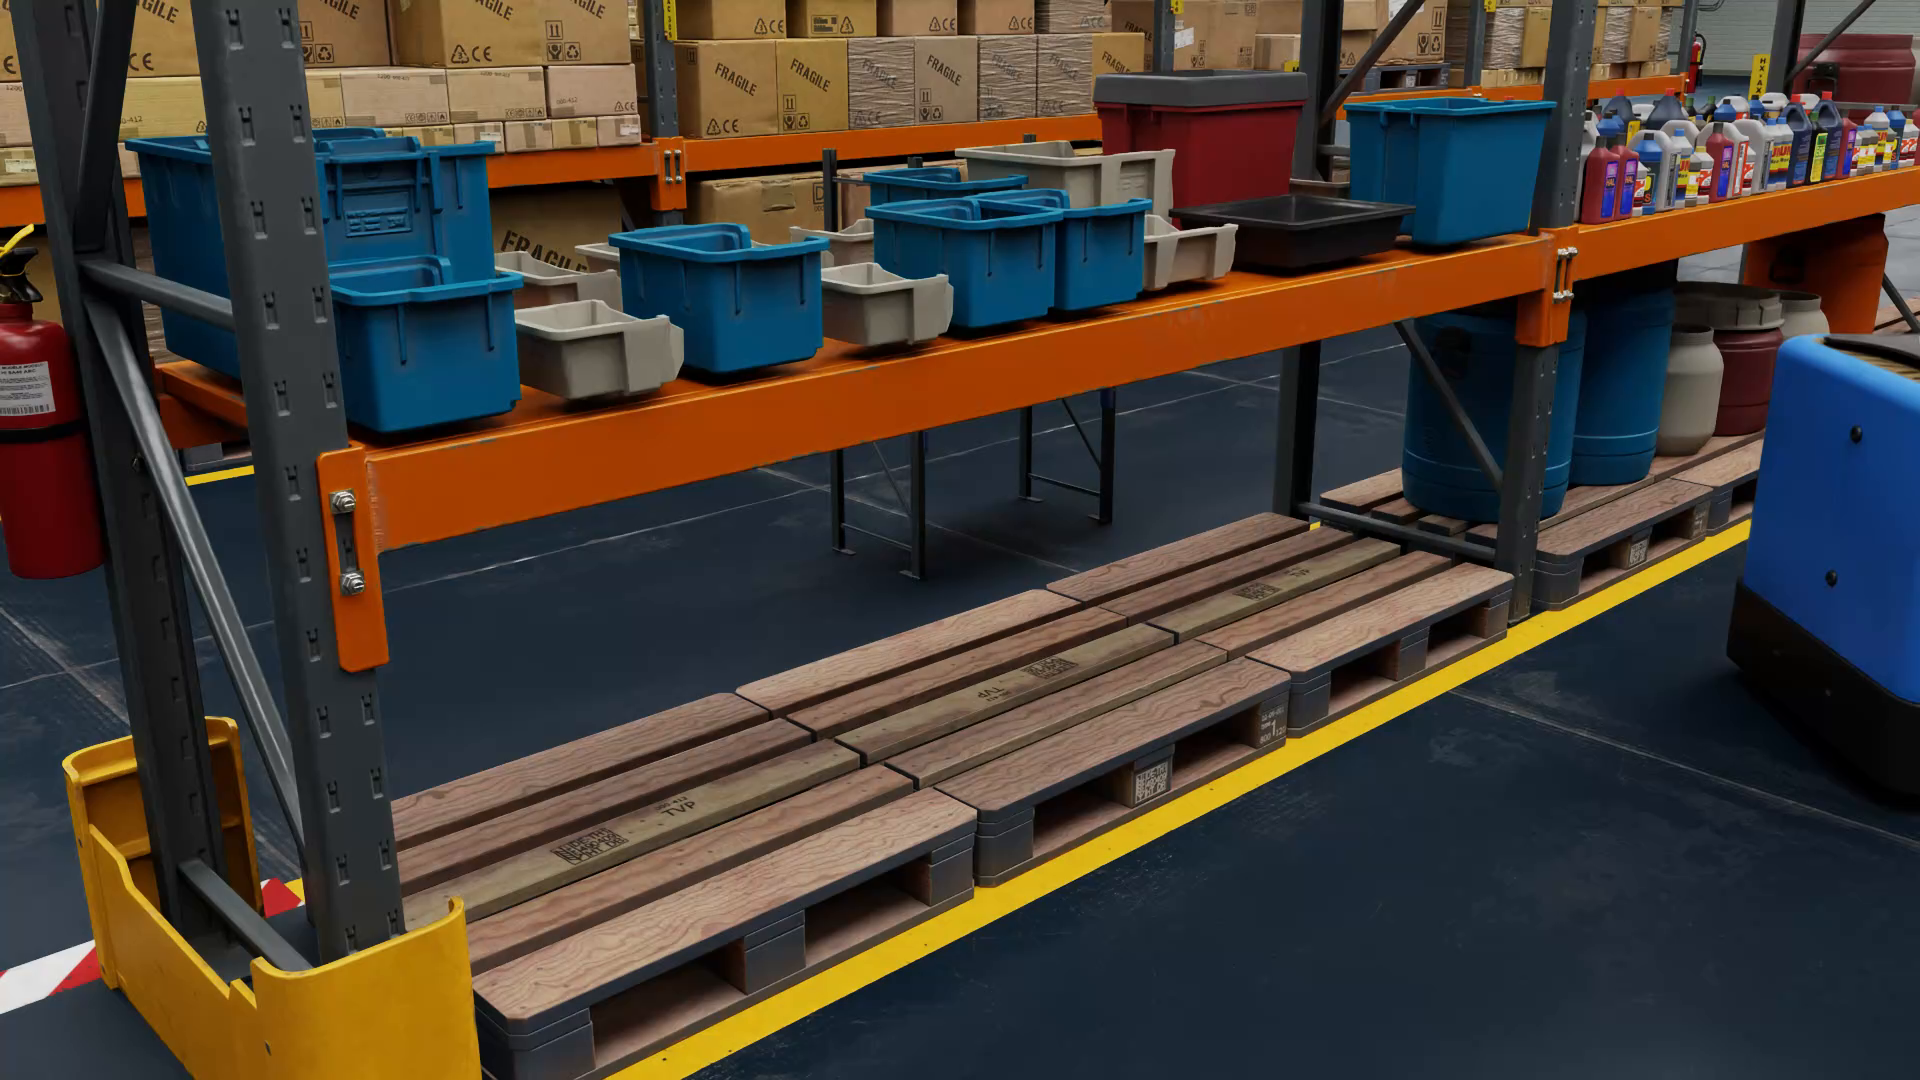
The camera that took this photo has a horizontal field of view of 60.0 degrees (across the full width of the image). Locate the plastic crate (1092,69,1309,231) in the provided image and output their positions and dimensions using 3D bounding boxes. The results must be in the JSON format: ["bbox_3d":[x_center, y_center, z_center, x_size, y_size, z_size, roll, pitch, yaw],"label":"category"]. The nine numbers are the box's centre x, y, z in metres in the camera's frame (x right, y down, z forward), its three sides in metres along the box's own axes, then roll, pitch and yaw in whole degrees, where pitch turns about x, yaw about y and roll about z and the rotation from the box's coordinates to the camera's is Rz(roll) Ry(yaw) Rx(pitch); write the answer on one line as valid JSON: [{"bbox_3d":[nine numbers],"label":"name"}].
[{"bbox_3d":[0.730,-1.186,5.077,0.583,0.464,0.402,-16,24,-41],"label":"plastic crate"}]

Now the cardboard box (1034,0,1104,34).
[{"bbox_3d":[0.513,-3.591,10.907,0.637,0.503,0.797,-15,23,-39],"label":"cardboard box"}]

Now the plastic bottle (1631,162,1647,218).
[{"bbox_3d":[2.279,-1.204,5.657,0.097,0.201,0.097,0,18,0],"label":"plastic bottle"}]

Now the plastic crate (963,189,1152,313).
[{"bbox_3d":[0.225,-0.682,3.899,0.300,0.233,0.416,-16,24,-41],"label":"plastic crate"}]

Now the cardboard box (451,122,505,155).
[{"bbox_3d":[-2.408,-1.949,8.039,0.250,0.149,0.380,-16,24,-40],"label":"cardboard box"}]

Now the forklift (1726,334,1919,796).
[{"bbox_3d":[3.887,-0.835,4.308,3.031,2.935,1.130,0,18,0],"label":"forklift"}]

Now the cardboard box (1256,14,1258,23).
[{"bbox_3d":[3.295,-6.028,19.970,0.550,0.550,0.875,-16,24,-41],"label":"cardboard box"}]

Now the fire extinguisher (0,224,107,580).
[{"bbox_3d":[-1.777,-0.268,3.177,0.183,0.674,0.296,-16,24,-41],"label":"fire extinguisher"}]

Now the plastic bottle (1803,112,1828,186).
[{"bbox_3d":[3.395,-1.561,6.625,0.133,0.283,0.061,-16,24,-41],"label":"plastic bottle"}]

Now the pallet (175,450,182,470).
[{"bbox_3d":[-4.231,-0.383,7.323,1.213,0.211,1.003,-16,24,-41],"label":"pallet"}]

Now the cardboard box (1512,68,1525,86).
[{"bbox_3d":[4.678,-4.033,14.467,0.250,0.149,0.380,-16,24,-41],"label":"cardboard box"}]

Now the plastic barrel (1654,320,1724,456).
[{"bbox_3d":[2.945,-0.637,6.939,0.421,0.512,0.421,0,18,0],"label":"plastic barrel"}]

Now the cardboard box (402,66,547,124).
[{"bbox_3d":[-2.366,-2.177,8.097,0.500,0.250,0.500,-15,23,-39],"label":"cardboard box"}]

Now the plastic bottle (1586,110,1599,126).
[{"bbox_3d":[2.514,-1.619,6.815,0.135,0.276,0.152,-16,24,-41],"label":"plastic bottle"}]

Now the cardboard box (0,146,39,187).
[{"bbox_3d":[-3.902,-1.513,6.695,0.250,0.149,0.380,-17,25,-42],"label":"cardboard box"}]

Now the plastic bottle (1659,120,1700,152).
[{"bbox_3d":[2.718,-1.444,6.275,0.135,0.276,0.152,-16,24,-41],"label":"plastic bottle"}]

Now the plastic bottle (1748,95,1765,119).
[{"bbox_3d":[3.818,-2.008,8.024,0.097,0.271,0.097,0,18,0],"label":"plastic bottle"}]

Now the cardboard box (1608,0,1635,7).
[{"bbox_3d":[5.914,-5.193,15.371,0.500,0.500,0.500,-16,24,-41],"label":"cardboard box"}]

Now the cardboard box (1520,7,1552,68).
[{"bbox_3d":[4.718,-4.433,14.651,0.500,0.500,0.875,-16,24,-41],"label":"cardboard box"}]

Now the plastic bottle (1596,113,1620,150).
[{"bbox_3d":[2.613,-1.592,6.741,0.097,0.271,0.097,0,18,0],"label":"plastic bottle"}]

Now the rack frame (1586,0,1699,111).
[{"bbox_3d":[6.868,-4.912,16.773,0.127,3.000,1.000,-16,24,-41],"label":"rack frame"}]

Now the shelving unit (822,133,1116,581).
[{"bbox_3d":[0.062,-0.732,6.309,1.048,1.500,0.538,-16,24,-41],"label":"shelving unit"}]

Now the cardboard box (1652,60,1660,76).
[{"bbox_3d":[6.621,-4.633,16.319,0.250,0.149,0.380,-16,24,-41],"label":"cardboard box"}]

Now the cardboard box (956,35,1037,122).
[{"bbox_3d":[0.125,-2.890,10.372,0.500,0.500,0.500,17,25,42],"label":"cardboard box"}]

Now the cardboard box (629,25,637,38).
[{"bbox_3d":[-2.890,-4.199,13.817,0.250,0.149,0.380,-16,24,-41],"label":"cardboard box"}]

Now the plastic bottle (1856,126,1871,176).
[{"bbox_3d":[3.769,-1.638,6.997,0.097,0.201,0.097,0,18,0],"label":"plastic bottle"}]

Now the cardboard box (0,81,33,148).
[{"bbox_3d":[-3.850,-1.745,6.764,0.500,0.250,0.500,-17,24,-41],"label":"cardboard box"}]

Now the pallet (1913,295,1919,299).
[{"bbox_3d":[6.820,-1.453,10.625,1.213,0.211,1.003,-16,24,-41],"label":"pallet"}]

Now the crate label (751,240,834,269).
[{"bbox_3d":[-0.481,-0.651,3.960,0.243,0.136,0.396,-16,24,-41],"label":"crate label"}]

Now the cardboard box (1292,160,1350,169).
[{"bbox_3d":[3.141,-2.863,13.791,0.500,0.500,0.700,-16,24,-41],"label":"cardboard box"}]

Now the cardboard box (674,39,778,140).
[{"bbox_3d":[-1.345,-2.459,9.042,0.500,0.500,0.500,-16,24,-41],"label":"cardboard box"}]

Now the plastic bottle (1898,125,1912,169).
[{"bbox_3d":[4.122,-1.742,7.315,0.097,0.201,0.097,0,18,0],"label":"plastic bottle"}]

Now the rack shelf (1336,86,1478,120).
[{"bbox_3d":[2.508,-3.299,12.962,4.000,0.370,1.077,-16,24,-41],"label":"rack shelf"}]

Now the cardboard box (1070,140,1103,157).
[{"bbox_3d":[0.539,-2.265,11.371,1.225,0.875,0.875,17,24,41],"label":"cardboard box"}]

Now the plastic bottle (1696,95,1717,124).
[{"bbox_3d":[3.457,-1.916,7.721,0.133,0.283,0.061,-16,24,-41],"label":"plastic bottle"}]

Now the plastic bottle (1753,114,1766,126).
[{"bbox_3d":[3.685,-1.872,7.716,0.097,0.201,0.097,0,18,0],"label":"plastic bottle"}]

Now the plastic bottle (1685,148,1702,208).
[{"bbox_3d":[2.589,-1.295,5.936,0.097,0.201,0.097,0,18,0],"label":"plastic bottle"}]

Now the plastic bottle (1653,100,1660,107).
[{"bbox_3d":[3.051,-1.798,7.356,0.133,0.283,0.061,-16,24,-41],"label":"plastic bottle"}]

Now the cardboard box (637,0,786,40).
[{"bbox_3d":[-1.393,-3.032,9.183,0.637,0.503,0.797,-17,25,-42],"label":"cardboard box"}]

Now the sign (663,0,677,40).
[{"bbox_3d":[-1.469,-2.695,8.402,0.005,0.325,0.100,-16,24,-41],"label":"sign"}]

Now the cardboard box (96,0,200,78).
[{"bbox_3d":[-3.488,-2.207,6.974,0.500,0.500,0.500,-17,25,-42],"label":"cardboard box"}]

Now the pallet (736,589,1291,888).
[{"bbox_3d":[0.157,0.491,4.628,1.213,0.211,1.003,-16,24,-41],"label":"pallet"}]

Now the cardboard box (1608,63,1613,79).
[{"bbox_3d":[5.906,-4.418,15.654,0.250,0.149,0.380,-16,24,-41],"label":"cardboard box"}]

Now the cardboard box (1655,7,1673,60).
[{"bbox_3d":[6.449,-4.991,16.371,0.500,0.500,0.875,-16,24,-41],"label":"cardboard box"}]

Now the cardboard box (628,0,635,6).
[{"bbox_3d":[-4.144,-6.201,19.421,0.500,0.500,0.500,17,24,42],"label":"cardboard box"}]

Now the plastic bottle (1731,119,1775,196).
[{"bbox_3d":[2.991,-1.459,6.322,0.135,0.276,0.152,-16,24,-41],"label":"plastic bottle"}]

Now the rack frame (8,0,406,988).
[{"bbox_3d":[-1.355,-0.412,2.892,0.127,3.000,1.000,-16,24,-41],"label":"rack frame"}]

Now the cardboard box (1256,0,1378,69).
[{"bbox_3d":[2.765,-3.926,12.881,0.637,0.503,0.797,-13,22,-35],"label":"cardboard box"}]

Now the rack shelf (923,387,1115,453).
[{"bbox_3d":[0.062,-0.560,6.365,1.000,0.185,0.538,-16,24,-41],"label":"rack shelf"}]

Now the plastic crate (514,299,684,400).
[{"bbox_3d":[-0.659,-0.343,3.010,0.298,0.136,0.250,-16,24,-41],"label":"plastic crate"}]

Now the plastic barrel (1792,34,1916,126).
[{"bbox_3d":[4.587,-2.338,8.612,0.708,0.536,0.600,-16,24,-41],"label":"plastic barrel"}]

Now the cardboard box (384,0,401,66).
[{"bbox_3d":[-2.738,-2.650,8.339,0.500,0.500,0.500,-16,24,-41],"label":"cardboard box"}]

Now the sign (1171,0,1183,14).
[{"bbox_3d":[1.439,-3.644,10.984,0.005,0.325,0.100,-16,24,-41],"label":"sign"}]
